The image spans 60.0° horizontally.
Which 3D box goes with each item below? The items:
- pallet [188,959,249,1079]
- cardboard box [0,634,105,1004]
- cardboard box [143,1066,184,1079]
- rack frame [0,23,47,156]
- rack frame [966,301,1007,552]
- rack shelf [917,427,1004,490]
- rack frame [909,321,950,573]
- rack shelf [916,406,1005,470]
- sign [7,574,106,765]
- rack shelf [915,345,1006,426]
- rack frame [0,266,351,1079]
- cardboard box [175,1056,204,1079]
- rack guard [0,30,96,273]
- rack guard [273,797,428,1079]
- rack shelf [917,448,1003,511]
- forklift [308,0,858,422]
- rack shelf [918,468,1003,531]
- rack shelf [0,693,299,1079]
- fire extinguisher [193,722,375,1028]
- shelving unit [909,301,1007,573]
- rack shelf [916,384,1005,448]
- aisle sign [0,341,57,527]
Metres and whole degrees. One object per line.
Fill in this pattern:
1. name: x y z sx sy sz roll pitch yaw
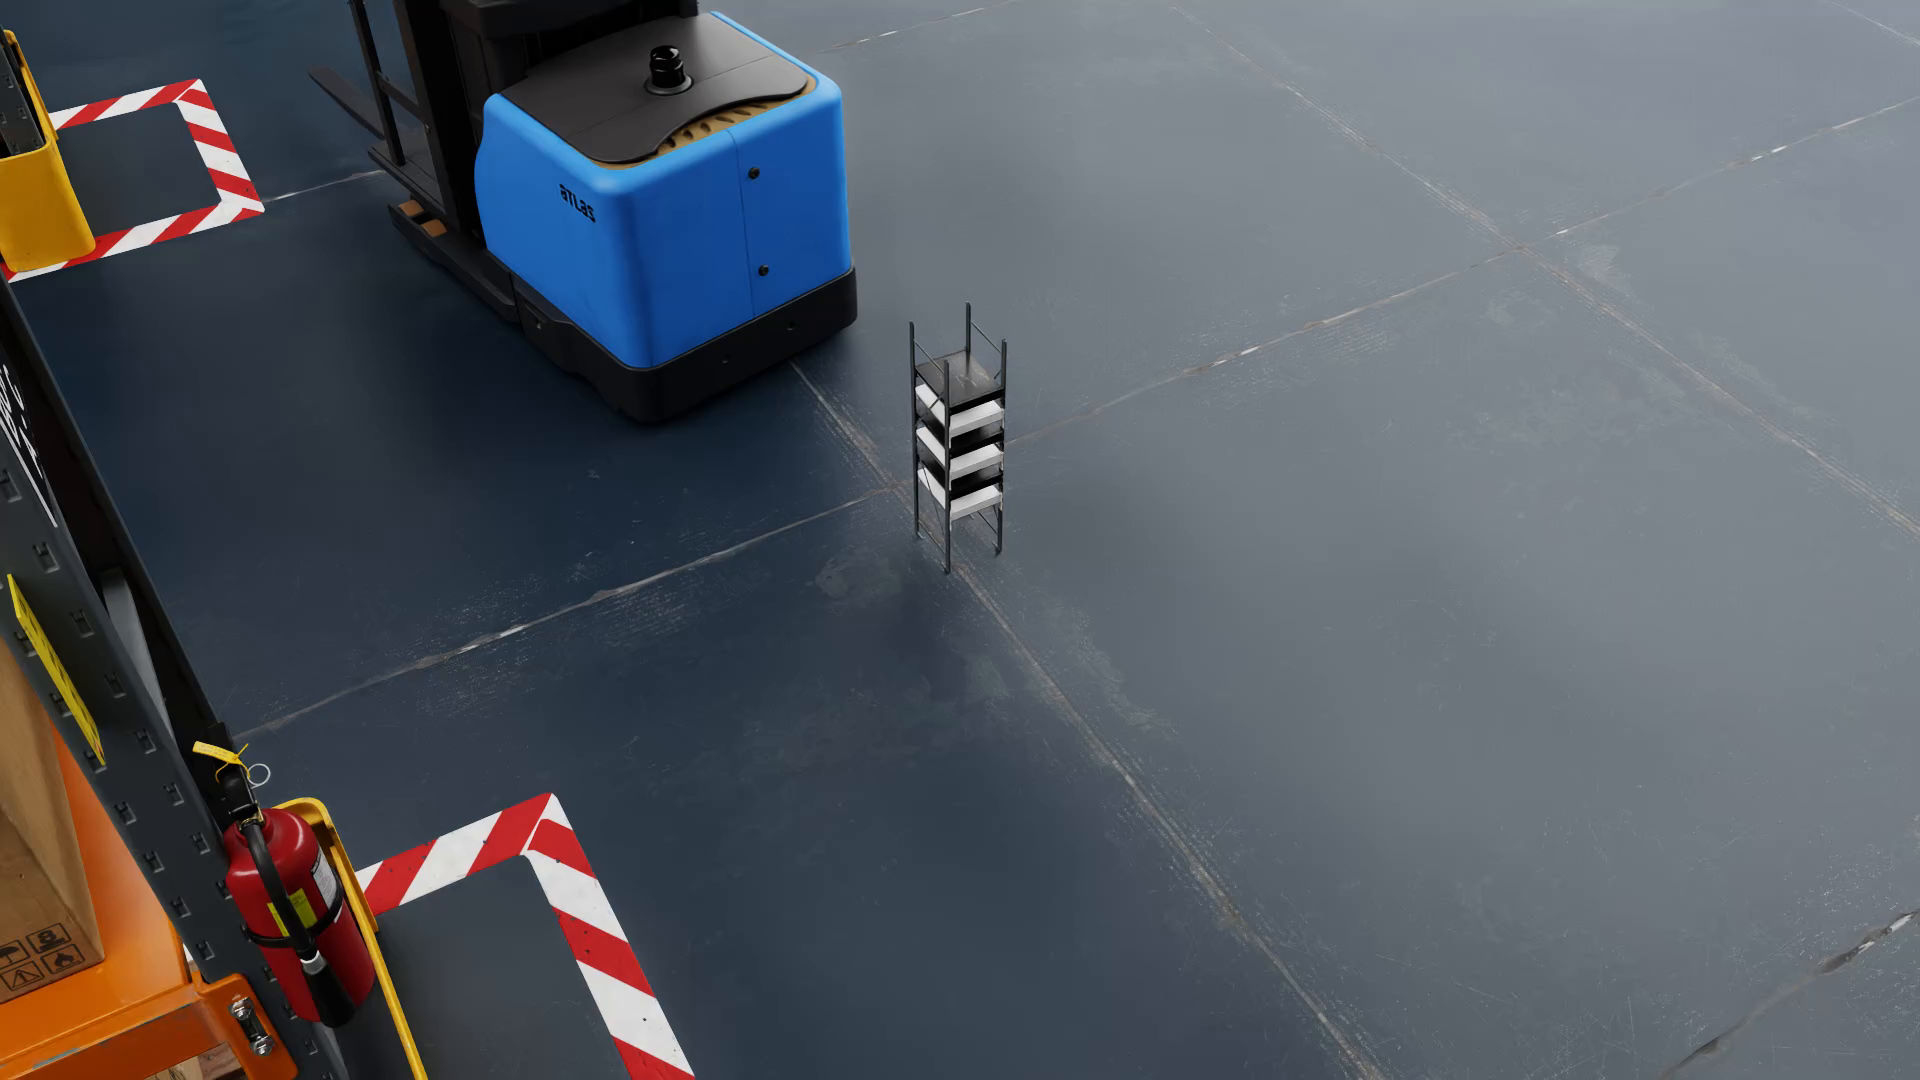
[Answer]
1. pallet: -2.201 1.650 3.898 1.213 0.211 1.003 -22 48 -21
2. cardboard box: -1.970 0.477 3.033 0.500 0.500 0.700 -22 48 -21
3. cardboard box: -1.876 1.291 3.400 0.500 0.500 0.500 -22 48 -21
4. rack frame: -4.024 -2.634 6.310 0.127 3.000 1.000 -22 48 -21
5. rack frame: 0.081 -0.355 5.470 0.006 0.900 0.240 -22 48 -21
6. rack shelf: -0.007 -0.296 5.457 0.200 0.077 0.258 -22 48 -21
7. rack frame: -0.095 -0.285 5.397 0.006 0.900 0.240 -22 48 -21
8. rack shelf: -0.007 -0.361 5.394 0.200 0.077 0.258 -22 48 -21
9. sign: -1.301 0.190 2.398 0.005 0.325 0.100 -22 48 -21
10. rack shelf: -0.007 -0.490 5.269 0.200 0.077 0.258 -22 48 -21
11. rack frame: -1.559 0.359 3.227 0.127 3.000 1.000 -22 48 -21
12. cardboard box: -2.135 1.246 3.985 0.500 0.250 0.500 -22 48 -21
13. rack guard: -4.066 -1.682 7.124 0.348 0.500 1.175 -22 48 -21
14. rack guard: -1.538 1.247 4.106 0.348 0.500 1.175 -22 48 -21
15. rack shelf: -0.007 -0.232 5.520 0.200 0.077 0.258 -22 48 -21
16. forklift: -1.756 -2.431 6.151 1.130 2.935 3.031 -32 52 -28
17. rack shelf: -0.007 -0.167 5.582 0.200 0.077 0.258 -22 48 -21
18. rack shelf: -3.293 1.311 2.762 4.000 0.370 1.077 -22 48 -21
19. fire extinguisher: -1.225 0.626 3.007 0.183 0.674 0.296 -22 48 -21
20. shelving unit: -0.007 -0.320 5.434 0.210 0.900 0.258 -22 48 -21
21. rack shelf: -0.007 -0.425 5.332 0.200 0.077 0.258 -22 48 -21
22. aisle sign: -1.356 -0.420 2.162 0.004 0.787 0.394 -22 48 -21
